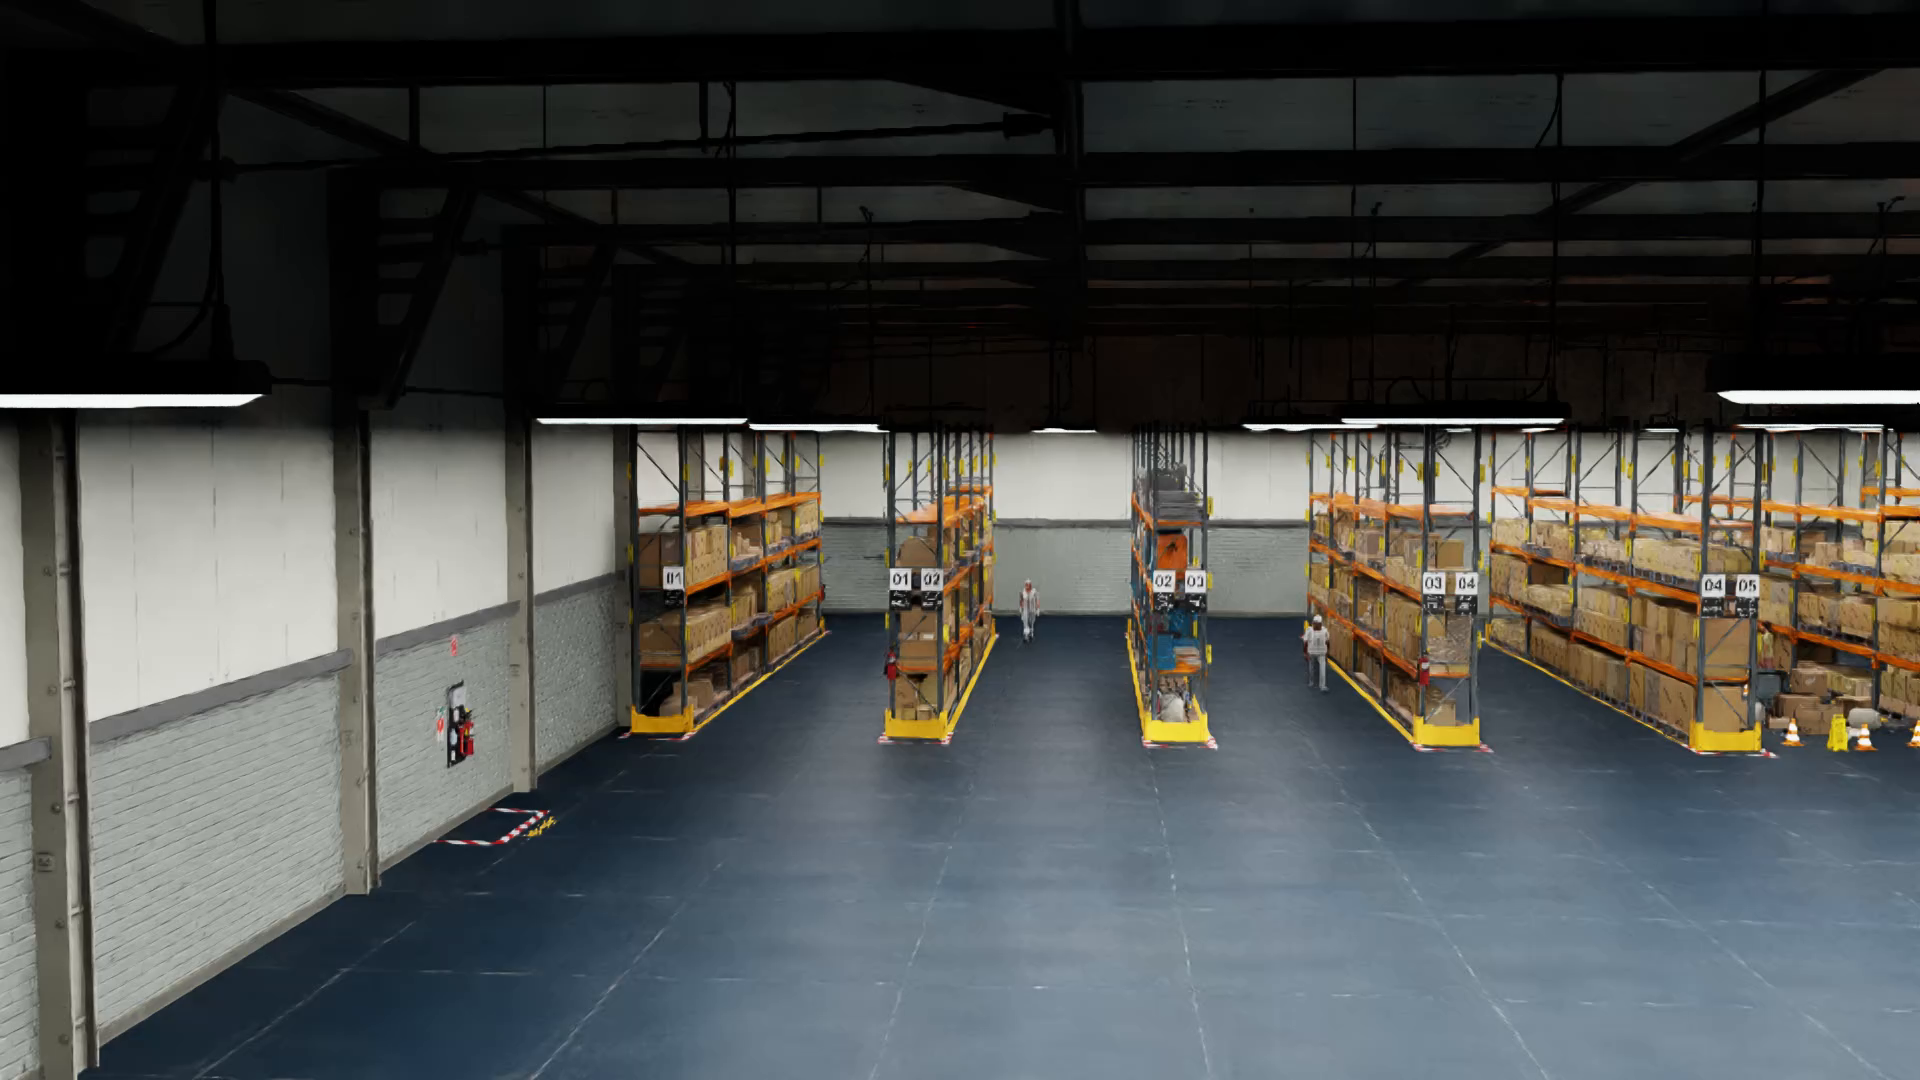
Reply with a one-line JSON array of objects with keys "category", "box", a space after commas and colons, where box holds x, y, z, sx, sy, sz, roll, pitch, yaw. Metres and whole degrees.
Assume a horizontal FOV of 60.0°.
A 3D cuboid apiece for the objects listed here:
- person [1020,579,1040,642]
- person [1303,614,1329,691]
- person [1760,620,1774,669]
[{"category": "person", "box": [1.930, 1.936, 46.144, 0.564, 1.736, 1.042, 0, 4, 3]}, {"category": "person", "box": [7.993, 2.508, 37.283, 0.577, 1.691, 1.121, 0, 4, 7]}, {"category": "person", "box": [17.562, 2.574, 36.311, 0.575, 1.667, 0.566, 2, 4, 31]}]
